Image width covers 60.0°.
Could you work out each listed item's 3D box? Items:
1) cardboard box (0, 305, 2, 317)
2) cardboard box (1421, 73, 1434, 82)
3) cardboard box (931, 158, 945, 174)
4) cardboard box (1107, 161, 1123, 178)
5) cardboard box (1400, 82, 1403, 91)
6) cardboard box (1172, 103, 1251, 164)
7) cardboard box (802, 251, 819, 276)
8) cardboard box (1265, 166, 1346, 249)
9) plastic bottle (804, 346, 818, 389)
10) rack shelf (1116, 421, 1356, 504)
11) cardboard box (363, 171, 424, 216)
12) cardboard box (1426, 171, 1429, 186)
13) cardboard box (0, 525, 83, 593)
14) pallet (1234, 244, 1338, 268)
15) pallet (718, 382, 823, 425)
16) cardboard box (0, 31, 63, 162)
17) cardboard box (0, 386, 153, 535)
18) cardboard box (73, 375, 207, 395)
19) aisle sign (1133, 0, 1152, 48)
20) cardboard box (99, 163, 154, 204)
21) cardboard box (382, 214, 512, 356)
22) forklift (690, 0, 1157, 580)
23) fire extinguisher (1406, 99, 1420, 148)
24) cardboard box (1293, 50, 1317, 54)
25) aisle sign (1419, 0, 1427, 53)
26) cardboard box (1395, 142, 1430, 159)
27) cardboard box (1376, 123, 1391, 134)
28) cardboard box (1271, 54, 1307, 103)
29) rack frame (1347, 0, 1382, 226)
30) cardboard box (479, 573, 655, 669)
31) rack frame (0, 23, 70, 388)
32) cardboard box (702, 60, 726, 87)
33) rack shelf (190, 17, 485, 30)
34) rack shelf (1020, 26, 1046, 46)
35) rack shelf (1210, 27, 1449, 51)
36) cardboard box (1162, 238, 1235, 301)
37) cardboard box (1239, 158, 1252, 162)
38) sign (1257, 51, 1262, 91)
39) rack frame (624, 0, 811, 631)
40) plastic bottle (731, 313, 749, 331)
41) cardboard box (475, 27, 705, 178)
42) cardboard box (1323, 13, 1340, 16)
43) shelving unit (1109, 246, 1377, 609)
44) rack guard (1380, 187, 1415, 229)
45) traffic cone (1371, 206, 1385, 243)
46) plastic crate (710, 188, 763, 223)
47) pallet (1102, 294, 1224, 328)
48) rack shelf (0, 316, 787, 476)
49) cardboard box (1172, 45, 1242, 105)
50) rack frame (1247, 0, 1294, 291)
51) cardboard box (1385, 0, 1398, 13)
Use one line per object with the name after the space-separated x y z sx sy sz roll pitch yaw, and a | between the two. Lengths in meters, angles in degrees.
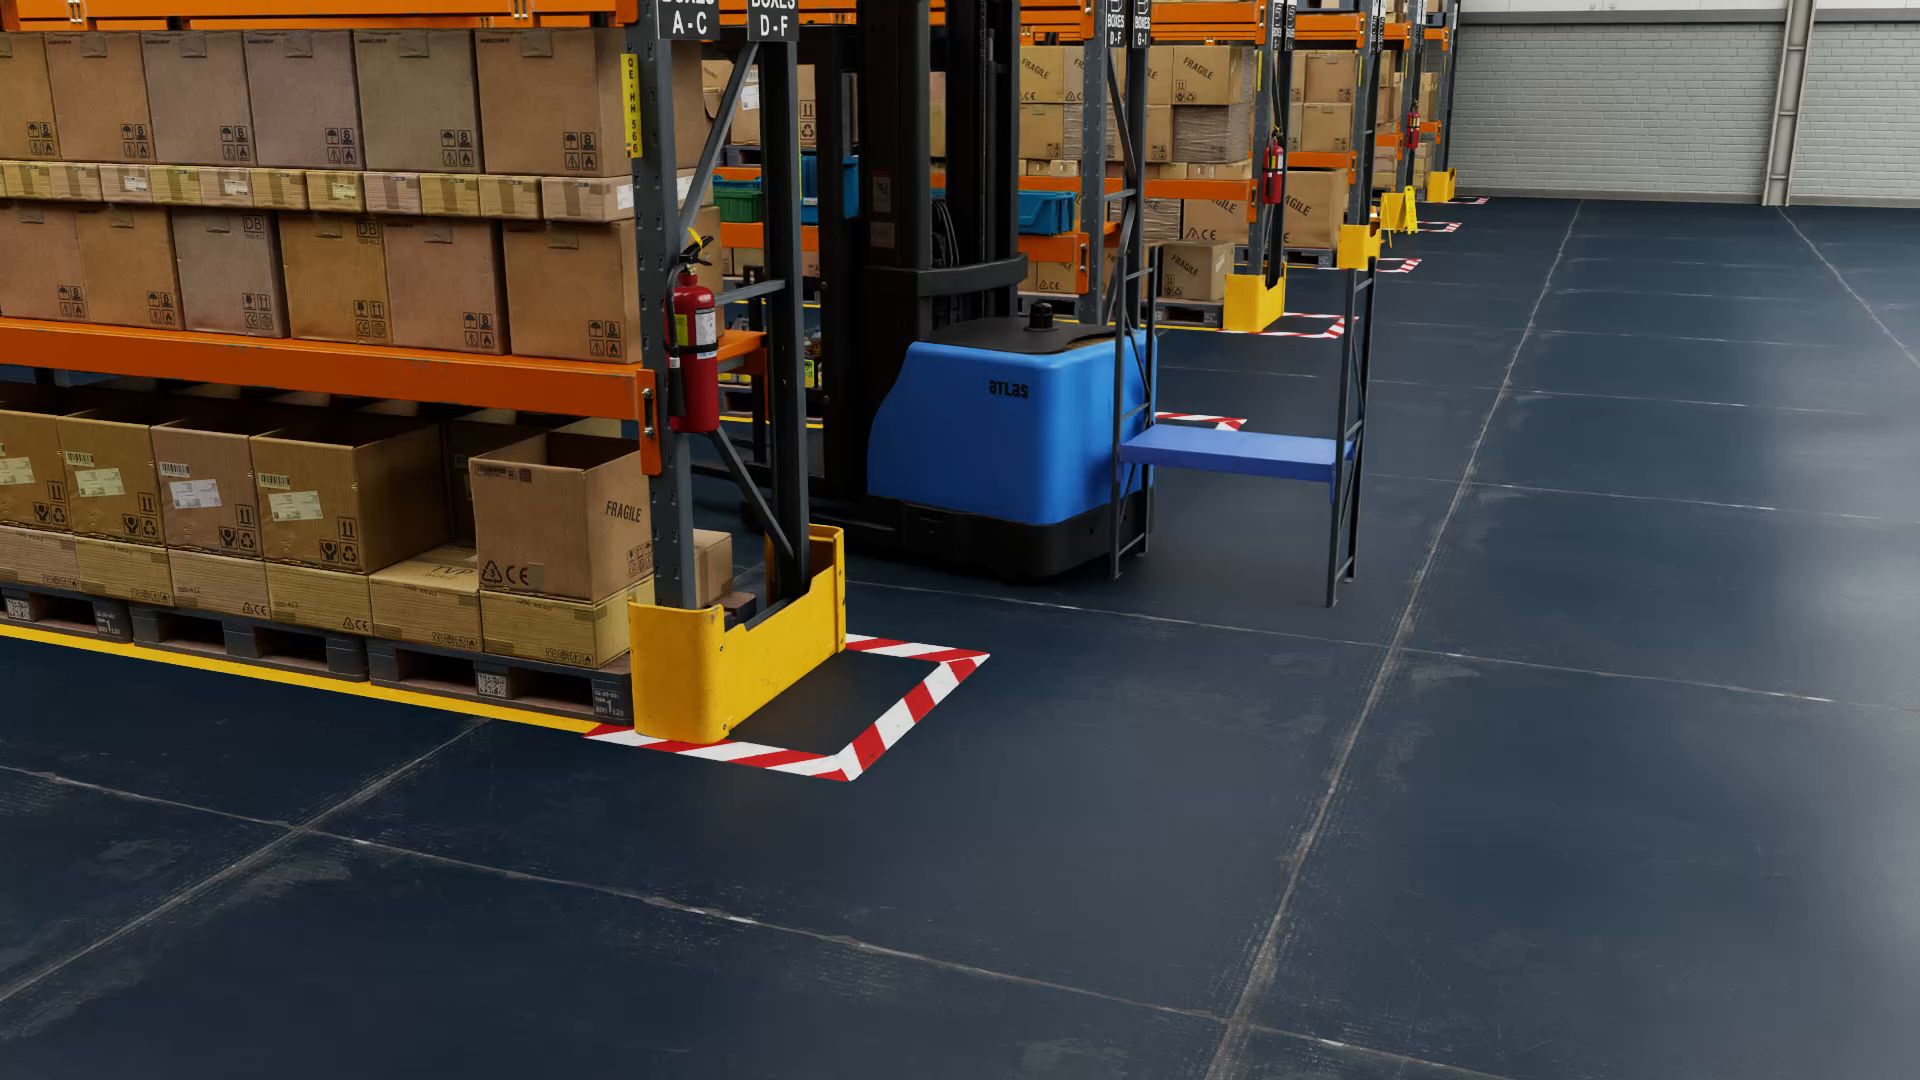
-4.157 -1.291 7.315 0.500 0.500 0.700 6 17 19 | cardboard box
7.831 -7.788 28.000 0.250 0.149 0.380 6 17 21 | cardboard box
-0.138 -3.564 15.776 0.250 0.149 0.380 6 17 21 | cardboard box
1.518 -3.405 15.228 0.250 0.149 0.380 6 17 21 | cardboard box
7.567 -7.645 28.039 0.250 0.149 0.380 7 17 22 | cardboard box
2.286 -3.700 15.082 0.500 0.500 0.875 6 17 21 | cardboard box
-1.497 -2.935 16.851 0.500 0.500 0.700 5 17 16 | cardboard box
4.046 -3.956 19.732 0.875 0.875 0.875 6 17 21 | cardboard box
-1.015 -1.150 11.092 0.133 0.283 0.061 7 17 22 | plastic bottle
1.277 -0.366 7.645 1.000 0.185 0.538 7 18 23 | rack shelf
-1.992 -1.305 6.202 0.250 0.149 0.380 7 17 21 | cardboard box
7.856 -6.286 28.881 0.500 0.250 0.500 6 17 21 | cardboard box
-3.789 0.011 7.190 0.500 0.250 0.500 6 17 21 | cardboard box
3.929 -3.444 19.915 1.213 0.211 1.003 6 17 21 | pallet
-1.003 -1.028 11.590 1.213 0.211 1.003 6 17 21 | pallet
-3.686 -1.862 6.957 0.500 0.500 0.700 6 17 20 | cardboard box
-3.788 -0.350 7.088 0.500 0.500 0.500 6 17 21 | cardboard box
-3.600 -0.483 7.545 0.500 0.500 0.500 6 17 21 | cardboard box
1.144 -3.479 10.368 0.004 0.787 0.394 6 17 21 | aisle sign
-3.193 -1.437 6.657 0.250 0.149 0.380 6 17 19 | cardboard box
-1.771 -1.029 6.413 0.500 0.500 0.700 7 18 22 | cardboard box
-0.516 -1.528 8.435 3.031 2.935 1.130 12 20 35 | forklift
6.361 -5.848 23.331 0.183 0.674 0.296 6 17 21 | fire extinguisher
4.888 -6.762 23.835 0.500 0.500 0.700 6 17 20 | cardboard box
6.595 -7.339 23.665 0.004 0.787 0.394 6 17 21 | aisle sign
7.698 -6.632 28.277 0.500 0.250 0.500 7 18 22 | cardboard box
5.997 -5.878 23.748 0.250 0.149 0.380 7 18 22 | cardboard box
3.825 -5.393 19.420 0.550 0.550 0.875 6 17 21 | cardboard box
4.701 -4.722 19.315 0.127 3.000 1.000 6 17 21 | rack frame
-1.458 0.263 6.320 0.500 0.250 0.500 6 17 21 | cardboard box
-4.572 -1.286 7.480 0.127 3.000 1.000 6 17 21 | rack frame
-3.952 -7.608 27.281 0.500 0.500 0.500 6 17 20 | cardboard box
-6.515 -5.564 18.125 4.000 0.370 1.077 6 17 21 | rack shelf
-0.880 -6.431 21.111 4.000 0.370 1.077 6 17 21 | rack shelf
6.381 -8.604 28.595 4.000 0.370 1.077 6 17 21 | rack shelf
2.212 -2.516 15.444 0.500 0.500 0.500 10 19 31 | cardboard box
2.610 -3.416 15.267 0.250 0.149 0.380 6 17 21 | cardboard box
2.565 -4.012 14.225 0.005 0.325 0.100 6 17 21 | sign
-0.851 -0.877 6.070 0.127 3.000 1.000 6 17 21 | rack frame
-1.567 -1.466 12.061 0.185 0.351 0.144 6 17 20 | plastic bottle
-1.330 -1.605 6.070 0.500 0.500 0.700 6 17 21 | cardboard box
5.299 -7.396 23.596 0.250 0.149 0.380 6 17 21 | cardboard box
1.277 -0.539 7.595 1.048 1.500 0.538 7 18 23 | shelving unit
6.353 -4.824 24.148 0.348 0.500 1.175 6 17 21 | rack guard
5.459 -4.185 22.014 0.334 0.463 0.336 6 17 21 | traffic cone
-1.592 -2.257 11.203 0.662 0.188 0.450 6 17 21 | plastic crate
1.974 -2.207 15.652 1.213 0.211 1.003 6 17 21 | pallet
-2.712 -0.736 6.875 4.000 0.370 1.077 6 17 21 | rack shelf
2.185 -4.109 14.697 0.500 0.500 0.500 6 17 21 | cardboard box
2.787 -3.446 14.919 0.127 3.000 1.000 6 17 21 | rack frame
5.848 -7.510 23.273 0.500 0.250 0.500 6 17 20 | cardboard box
